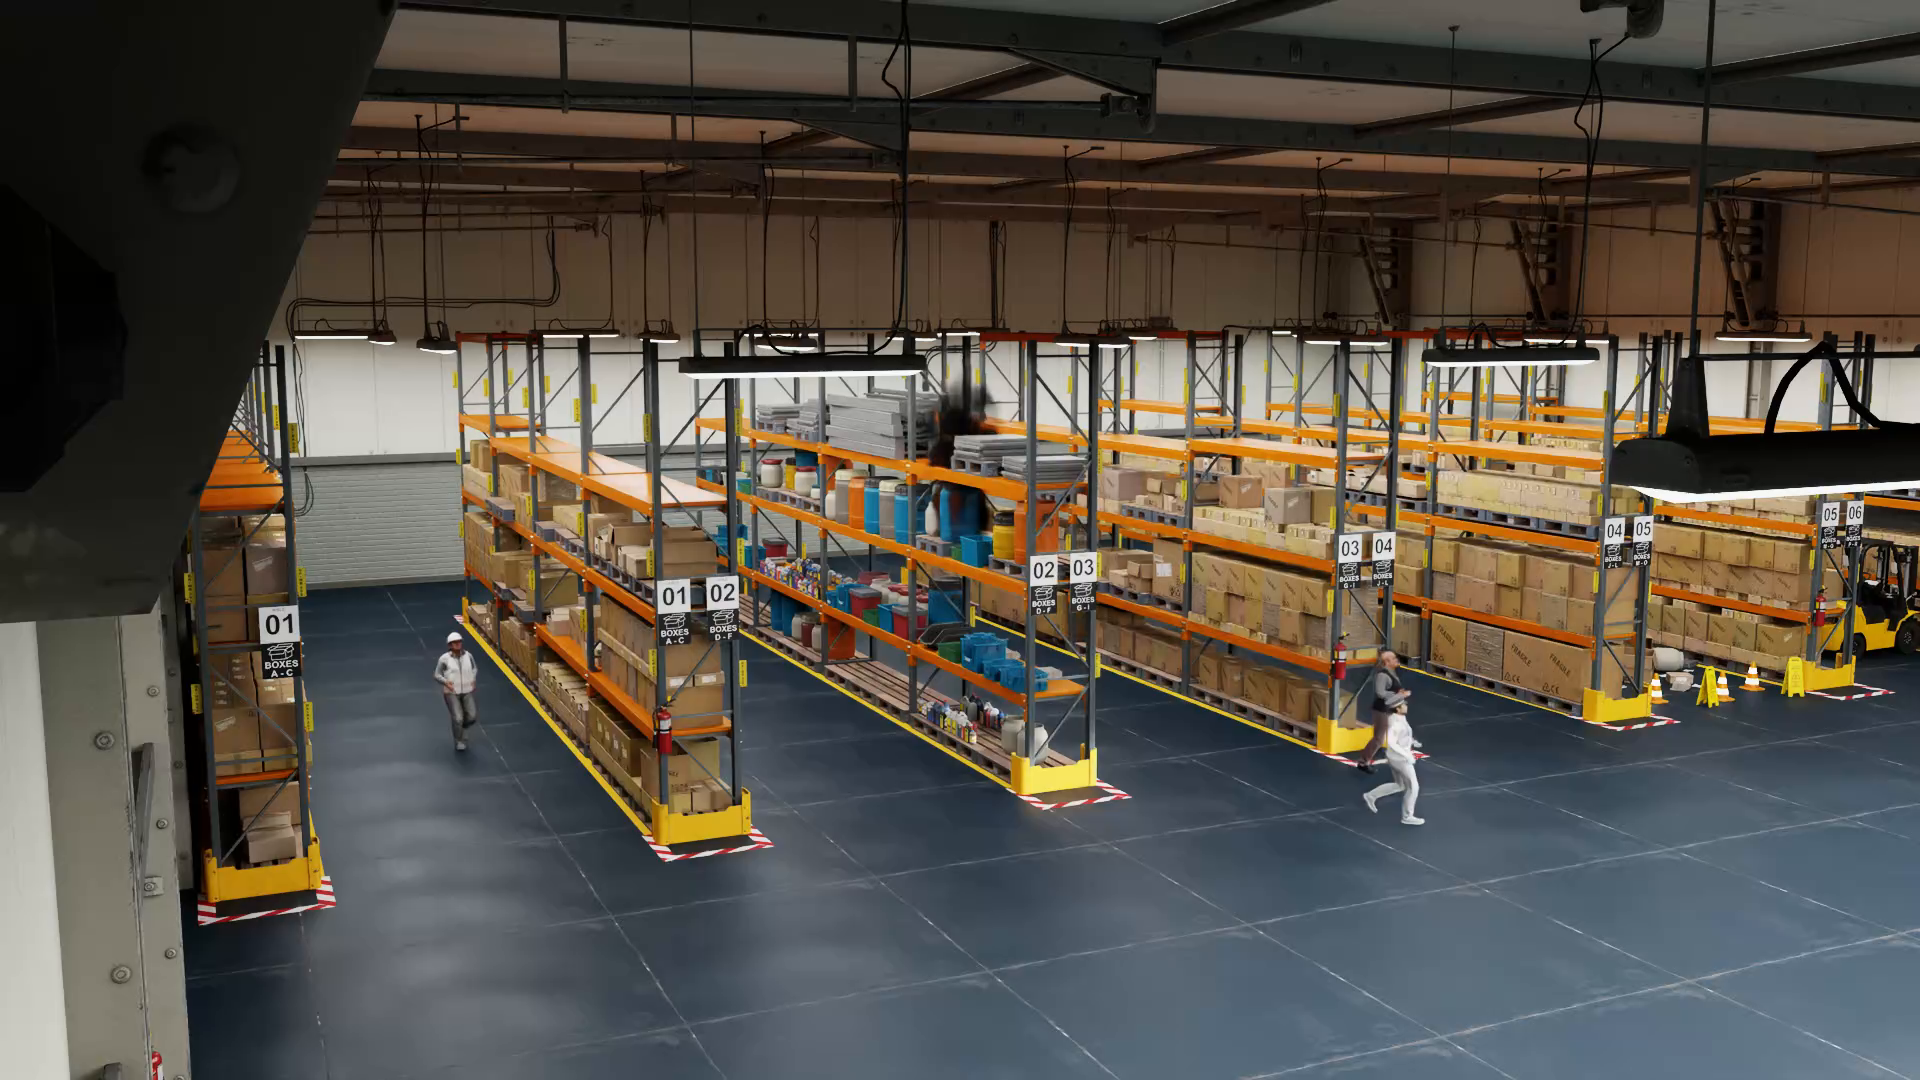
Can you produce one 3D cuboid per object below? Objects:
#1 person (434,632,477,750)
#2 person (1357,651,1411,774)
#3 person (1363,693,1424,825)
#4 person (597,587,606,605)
[{"bbox_3d":[-7.330,2.208,24.313,0.656,1.722,0.603,-5,9,-34],"label":"person"},{"bbox_3d":[5.863,2.370,22.840,0.701,1.702,0.665,5,9,34],"label":"person"},{"bbox_3d":[5.443,2.723,20.734,0.738,1.659,0.624,1,8,7],"label":"person"},{"bbox_3d":[-7.287,0.924,33.863,0.687,1.725,0.585,-4,9,-27],"label":"person"}]
